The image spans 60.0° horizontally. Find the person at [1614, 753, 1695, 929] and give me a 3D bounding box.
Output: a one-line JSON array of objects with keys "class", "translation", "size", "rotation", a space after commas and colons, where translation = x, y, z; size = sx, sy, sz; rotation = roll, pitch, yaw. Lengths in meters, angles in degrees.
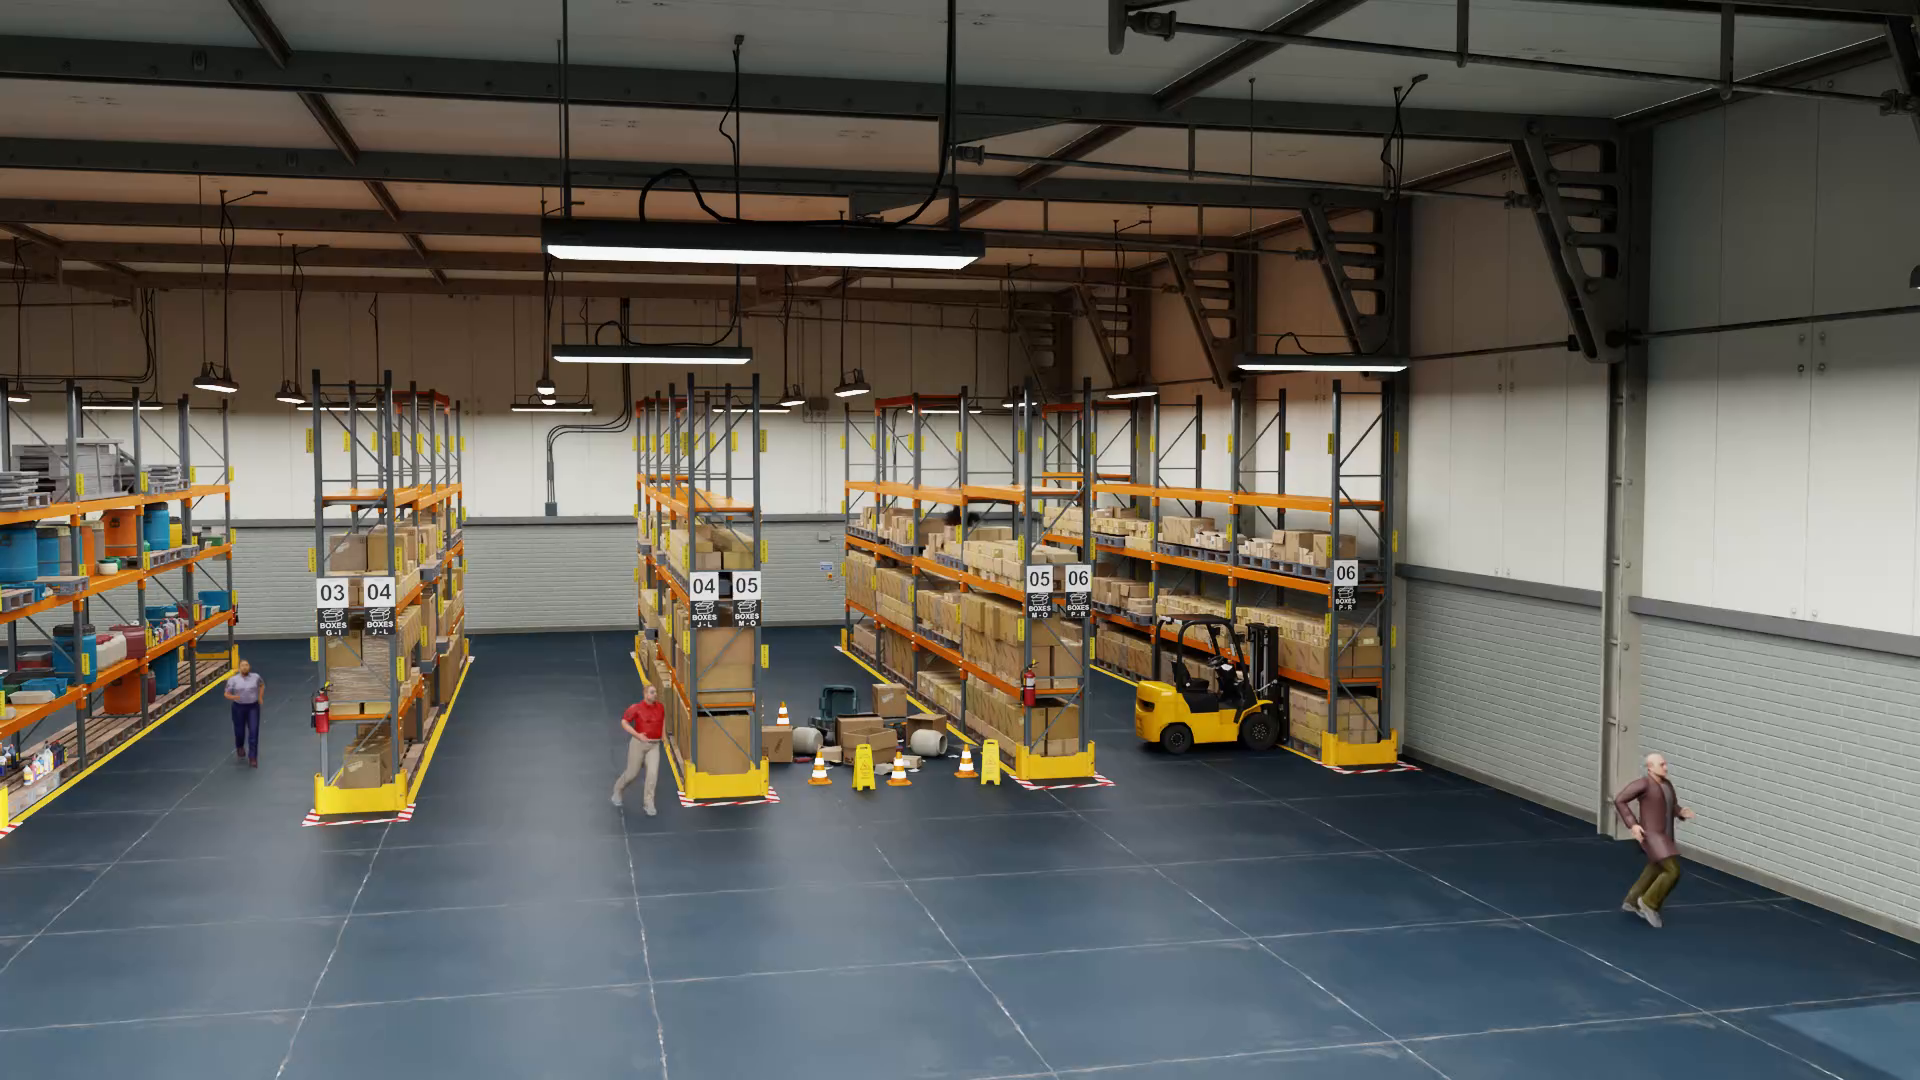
[{"class": "person", "translation": [7.242, 3.121, 17.277], "size": [0.673, 1.800, 0.773], "rotation": [-3, 4, -40]}]

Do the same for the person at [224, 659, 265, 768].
[{"class": "person", "translation": [-11.135, 2.674, 25.922], "size": [0.606, 1.641, 0.924], "rotation": [-2, 4, -29]}]

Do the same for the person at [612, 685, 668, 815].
[{"class": "person", "translation": [-4.277, 2.832, 22.730], "size": [0.735, 1.700, 0.974], "rotation": [-2, 4, -36]}]
